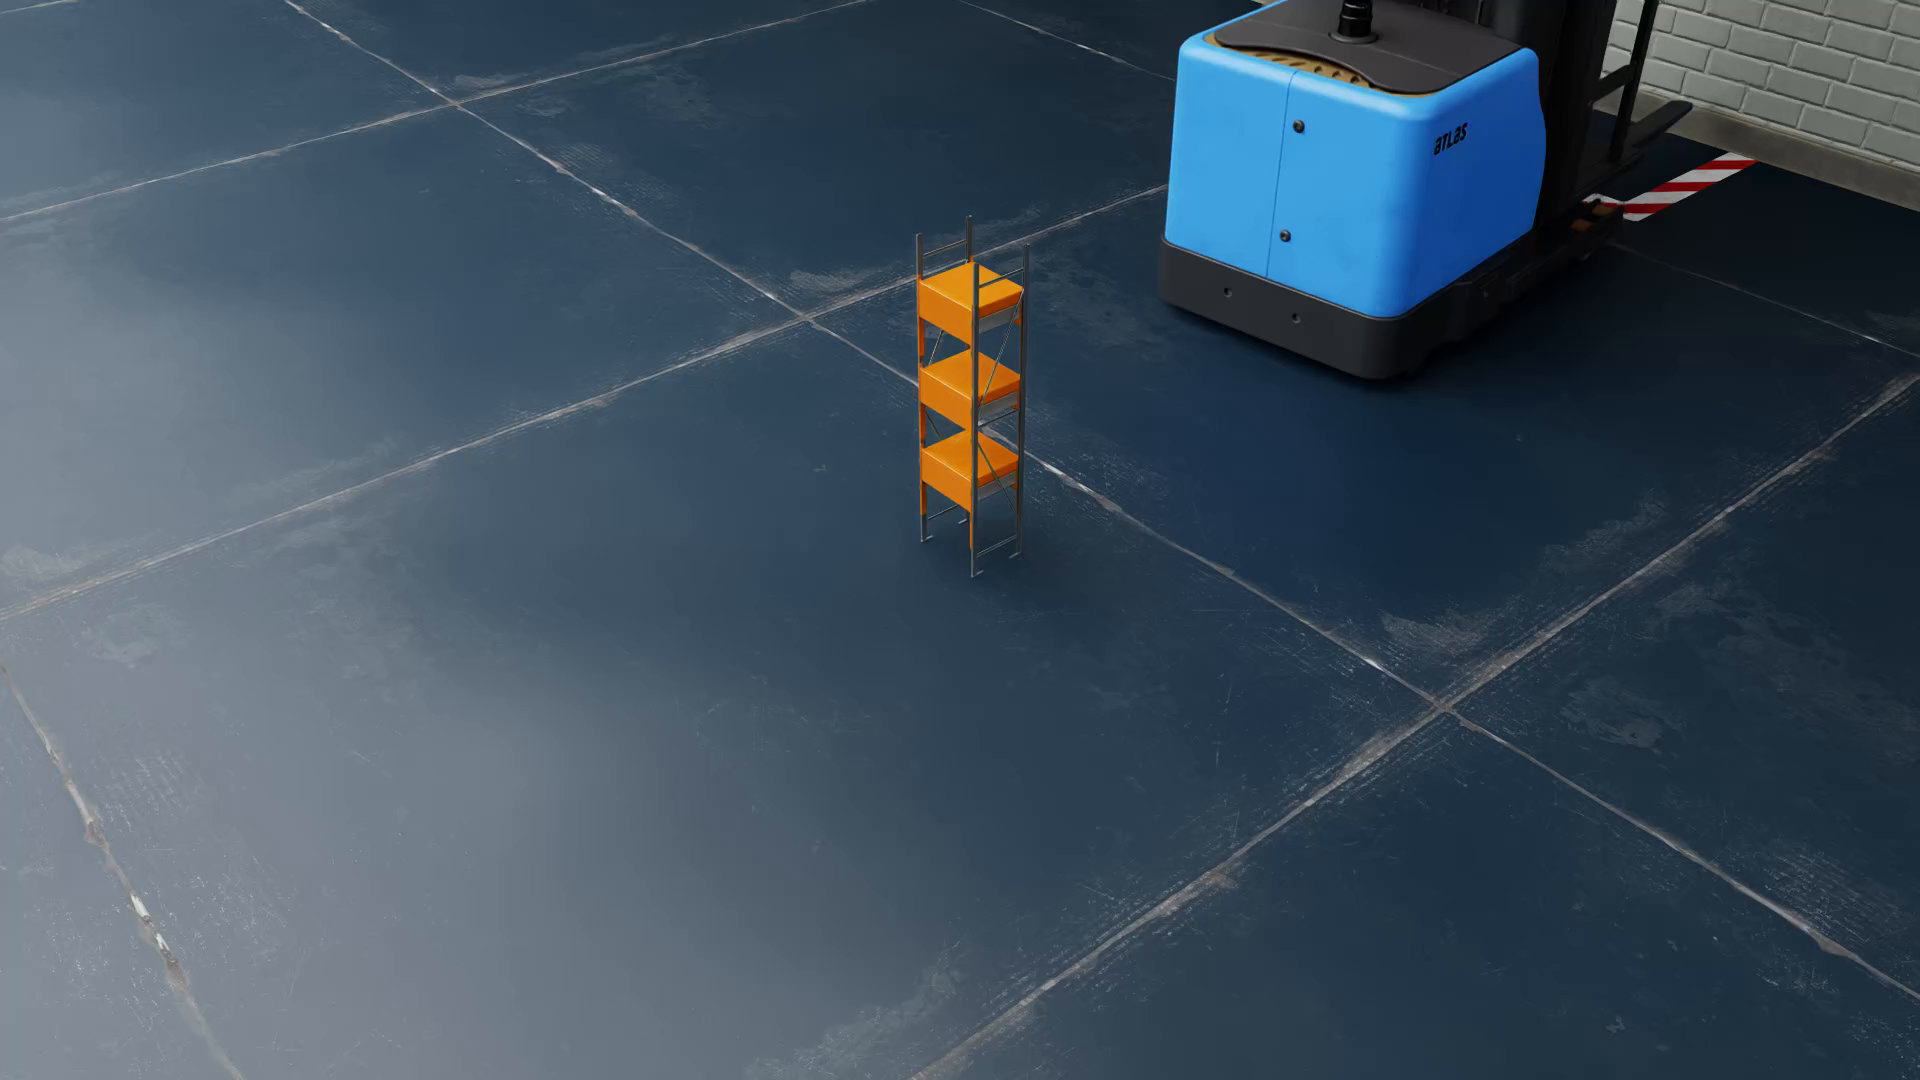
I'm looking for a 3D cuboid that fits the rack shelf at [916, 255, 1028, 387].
[{"bbox_3d":[0.035,-0.628,4.755,0.215,0.259,0.240,-26,43,-32],"label":"rack shelf"}]

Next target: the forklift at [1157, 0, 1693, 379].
[{"bbox_3d":[2.136,-2.532,6.289,1.130,2.935,3.031,28,44,34],"label":"forklift"}]

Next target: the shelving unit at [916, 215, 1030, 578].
[{"bbox_3d":[0.035,-0.405,4.913,0.215,1.050,0.252,-26,43,-32],"label":"shelving unit"}]

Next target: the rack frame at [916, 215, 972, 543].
[{"bbox_3d":[-0.044,-0.459,4.989,0.200,1.050,0.008,-26,43,-32],"label":"rack frame"}]

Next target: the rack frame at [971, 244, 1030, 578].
[{"bbox_3d":[0.113,-0.351,4.837,0.200,1.050,0.008,-26,43,-32],"label":"rack frame"}]

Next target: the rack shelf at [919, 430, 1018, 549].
[{"bbox_3d":[0.035,-0.169,5.080,0.215,0.259,0.240,-26,43,-32],"label":"rack shelf"}]

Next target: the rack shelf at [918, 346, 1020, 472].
[{"bbox_3d":[0.035,-0.396,4.919,0.215,0.259,0.240,-26,43,-32],"label":"rack shelf"}]
